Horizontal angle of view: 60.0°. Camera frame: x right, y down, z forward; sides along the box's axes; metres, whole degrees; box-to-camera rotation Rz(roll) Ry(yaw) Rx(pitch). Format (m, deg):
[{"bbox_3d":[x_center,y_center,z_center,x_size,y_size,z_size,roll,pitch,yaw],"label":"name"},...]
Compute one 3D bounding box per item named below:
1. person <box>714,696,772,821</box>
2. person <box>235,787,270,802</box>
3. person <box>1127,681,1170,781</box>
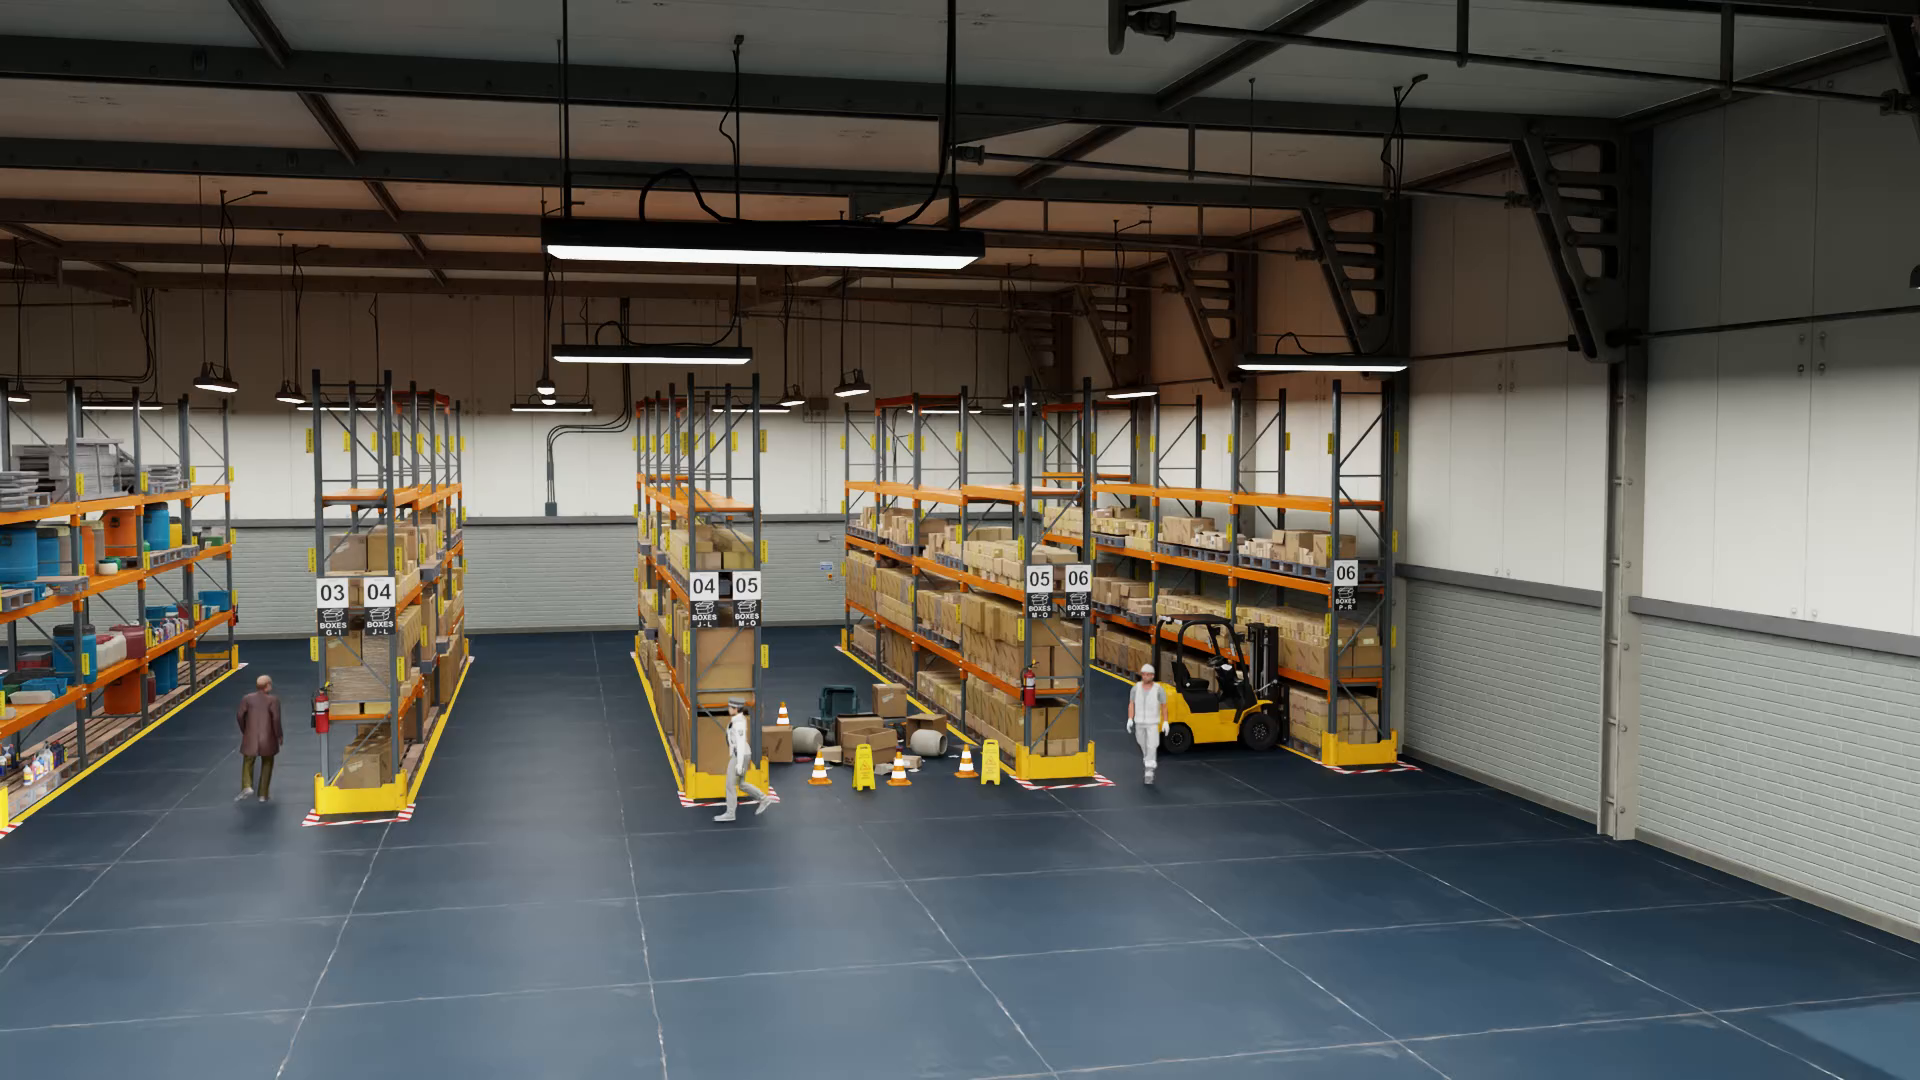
[{"bbox_3d":[-2.888,2.896,22.127,0.763,1.647,0.538,0,3,-3],"label":"person"},{"bbox_3d":[-9.885,3.518,23.205,0.388,0.294,0.659,-1,3,-13],"label":"person"},{"bbox_3d":[2.753,2.779,24.400,0.570,1.434,0.828,2,4,28],"label":"person"}]
